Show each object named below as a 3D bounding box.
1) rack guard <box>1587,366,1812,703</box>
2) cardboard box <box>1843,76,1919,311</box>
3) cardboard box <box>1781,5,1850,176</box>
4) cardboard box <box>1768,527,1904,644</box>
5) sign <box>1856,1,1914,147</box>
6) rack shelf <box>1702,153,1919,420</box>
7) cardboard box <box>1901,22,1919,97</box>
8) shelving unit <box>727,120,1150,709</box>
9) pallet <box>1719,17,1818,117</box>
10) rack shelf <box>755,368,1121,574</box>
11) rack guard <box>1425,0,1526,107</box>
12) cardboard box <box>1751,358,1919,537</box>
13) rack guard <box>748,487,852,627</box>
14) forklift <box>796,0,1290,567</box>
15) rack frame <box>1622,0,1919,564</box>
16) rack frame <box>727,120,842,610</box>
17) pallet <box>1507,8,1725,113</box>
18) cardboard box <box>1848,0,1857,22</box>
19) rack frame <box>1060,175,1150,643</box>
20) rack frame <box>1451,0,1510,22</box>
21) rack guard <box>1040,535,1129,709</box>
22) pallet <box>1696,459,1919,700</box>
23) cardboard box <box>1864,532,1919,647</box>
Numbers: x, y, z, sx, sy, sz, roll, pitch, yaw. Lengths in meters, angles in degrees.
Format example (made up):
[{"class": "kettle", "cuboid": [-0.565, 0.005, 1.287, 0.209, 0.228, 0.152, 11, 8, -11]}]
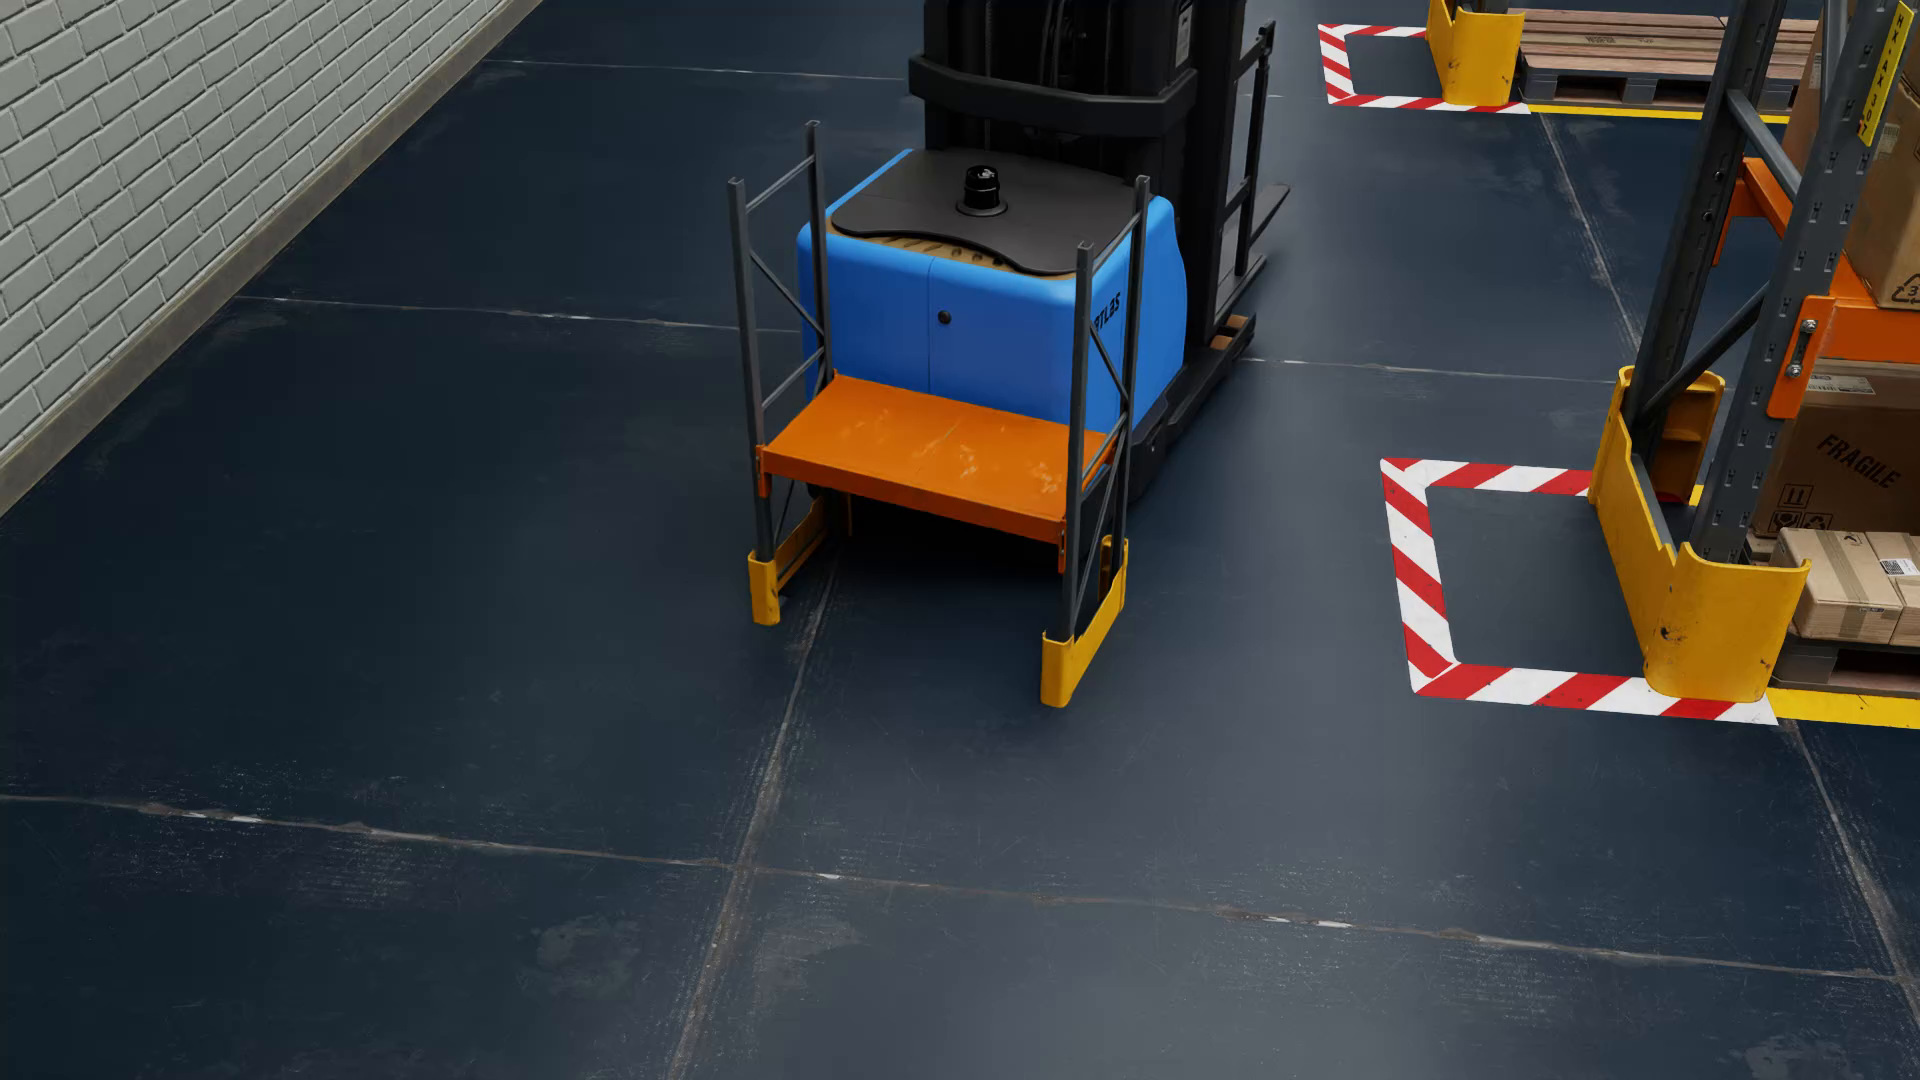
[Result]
[{"class": "rack guard", "cuboid": [2.358, -0.052, 5.393, 0.348, 0.500, 1.175, 4, 36, 6]}, {"class": "cardboard box", "cuboid": [2.690, -0.931, 4.386, 0.500, 0.500, 0.500, 5, 36, 7]}, {"class": "cardboard box", "cuboid": [2.762, -1.240, 4.819, 0.500, 0.500, 0.500, 5, 36, 7]}, {"class": "cardboard box", "cuboid": [2.655, 0.135, 5.054, 0.250, 0.149, 0.380, 4, 36, 6]}, {"class": "sign", "cuboid": [2.214, -1.115, 3.985, 0.005, 0.325, 0.100, 4, 36, 6]}, {"class": "rack shelf", "cuboid": [4.267, -0.634, 4.676, 4.000, 0.370, 1.077, 4, 36, 6]}, {"class": "cardboard box", "cuboid": [2.690, -1.338, 4.096, 0.500, 0.500, 0.500, 5, 36, 7]}, {"class": "shelving unit", "cuboid": [-0.065, -0.377, 4.988, 1.083, 1.500, 0.587, 14, 38, 19]}, {"class": "pallet", "cuboid": [4.937, -2.619, 9.238, 1.213, 0.211, 1.003, 4, 36, 6]}, {"class": "rack shelf", "cuboid": [-0.057, -0.229, 5.089, 1.000, 0.185, 0.538, 14, 38, 19]}, {"class": "rack guard", "cuboid": [2.892, -2.906, 9.391, 0.348, 0.500, 1.175, 4, 36, 6]}, {"class": "cardboard box", "cuboid": [2.854, -0.338, 5.415, 0.500, 0.500, 0.500, 4, 36, 6]}, {"class": "rack guard", "cuboid": [-0.522, 0.016, 5.512, 0.087, 0.250, 0.587, 14, 38, 19]}, {"class": "forklift", "cuboid": [0.557, -1.948, 5.957, 1.130, 2.935, 3.031, 16, 38, 21]}, {"class": "rack frame", "cuboid": [2.283, -1.075, 4.674, 0.127, 3.000, 1.000, 4, 36, 6]}, {"class": "rack frame", "cuboid": [-0.523, -0.493, 5.150, 0.032, 1.500, 0.500, 14, 38, 19]}, {"class": "pallet", "cuboid": [3.731, -2.711, 9.366, 1.213, 0.211, 1.003, 4, 36, 6]}, {"class": "cardboard box", "cuboid": [2.759, -1.648, 4.531, 0.500, 0.500, 0.500, 4, 36, 6]}, {"class": "rack frame", "cuboid": [0.409, -0.258, 4.820, 0.032, 1.500, 0.500, 14, 38, 19]}, {"class": "rack frame", "cuboid": [2.918, -3.929, 8.673, 0.127, 3.000, 1.000, 4, 36, 6]}, {"class": "rack guard", "cuboid": [0.391, 0.247, 5.189, 0.087, 0.250, 0.587, 14, 38, 19]}, {"class": "pallet", "cuboid": [3.149, 0.124, 5.395, 1.213, 0.211, 1.003, 4, 36, 6]}, {"class": "cardboard box", "cuboid": [2.903, 0.147, 5.023, 0.250, 0.166, 0.380, 4, 36, 6]}]
